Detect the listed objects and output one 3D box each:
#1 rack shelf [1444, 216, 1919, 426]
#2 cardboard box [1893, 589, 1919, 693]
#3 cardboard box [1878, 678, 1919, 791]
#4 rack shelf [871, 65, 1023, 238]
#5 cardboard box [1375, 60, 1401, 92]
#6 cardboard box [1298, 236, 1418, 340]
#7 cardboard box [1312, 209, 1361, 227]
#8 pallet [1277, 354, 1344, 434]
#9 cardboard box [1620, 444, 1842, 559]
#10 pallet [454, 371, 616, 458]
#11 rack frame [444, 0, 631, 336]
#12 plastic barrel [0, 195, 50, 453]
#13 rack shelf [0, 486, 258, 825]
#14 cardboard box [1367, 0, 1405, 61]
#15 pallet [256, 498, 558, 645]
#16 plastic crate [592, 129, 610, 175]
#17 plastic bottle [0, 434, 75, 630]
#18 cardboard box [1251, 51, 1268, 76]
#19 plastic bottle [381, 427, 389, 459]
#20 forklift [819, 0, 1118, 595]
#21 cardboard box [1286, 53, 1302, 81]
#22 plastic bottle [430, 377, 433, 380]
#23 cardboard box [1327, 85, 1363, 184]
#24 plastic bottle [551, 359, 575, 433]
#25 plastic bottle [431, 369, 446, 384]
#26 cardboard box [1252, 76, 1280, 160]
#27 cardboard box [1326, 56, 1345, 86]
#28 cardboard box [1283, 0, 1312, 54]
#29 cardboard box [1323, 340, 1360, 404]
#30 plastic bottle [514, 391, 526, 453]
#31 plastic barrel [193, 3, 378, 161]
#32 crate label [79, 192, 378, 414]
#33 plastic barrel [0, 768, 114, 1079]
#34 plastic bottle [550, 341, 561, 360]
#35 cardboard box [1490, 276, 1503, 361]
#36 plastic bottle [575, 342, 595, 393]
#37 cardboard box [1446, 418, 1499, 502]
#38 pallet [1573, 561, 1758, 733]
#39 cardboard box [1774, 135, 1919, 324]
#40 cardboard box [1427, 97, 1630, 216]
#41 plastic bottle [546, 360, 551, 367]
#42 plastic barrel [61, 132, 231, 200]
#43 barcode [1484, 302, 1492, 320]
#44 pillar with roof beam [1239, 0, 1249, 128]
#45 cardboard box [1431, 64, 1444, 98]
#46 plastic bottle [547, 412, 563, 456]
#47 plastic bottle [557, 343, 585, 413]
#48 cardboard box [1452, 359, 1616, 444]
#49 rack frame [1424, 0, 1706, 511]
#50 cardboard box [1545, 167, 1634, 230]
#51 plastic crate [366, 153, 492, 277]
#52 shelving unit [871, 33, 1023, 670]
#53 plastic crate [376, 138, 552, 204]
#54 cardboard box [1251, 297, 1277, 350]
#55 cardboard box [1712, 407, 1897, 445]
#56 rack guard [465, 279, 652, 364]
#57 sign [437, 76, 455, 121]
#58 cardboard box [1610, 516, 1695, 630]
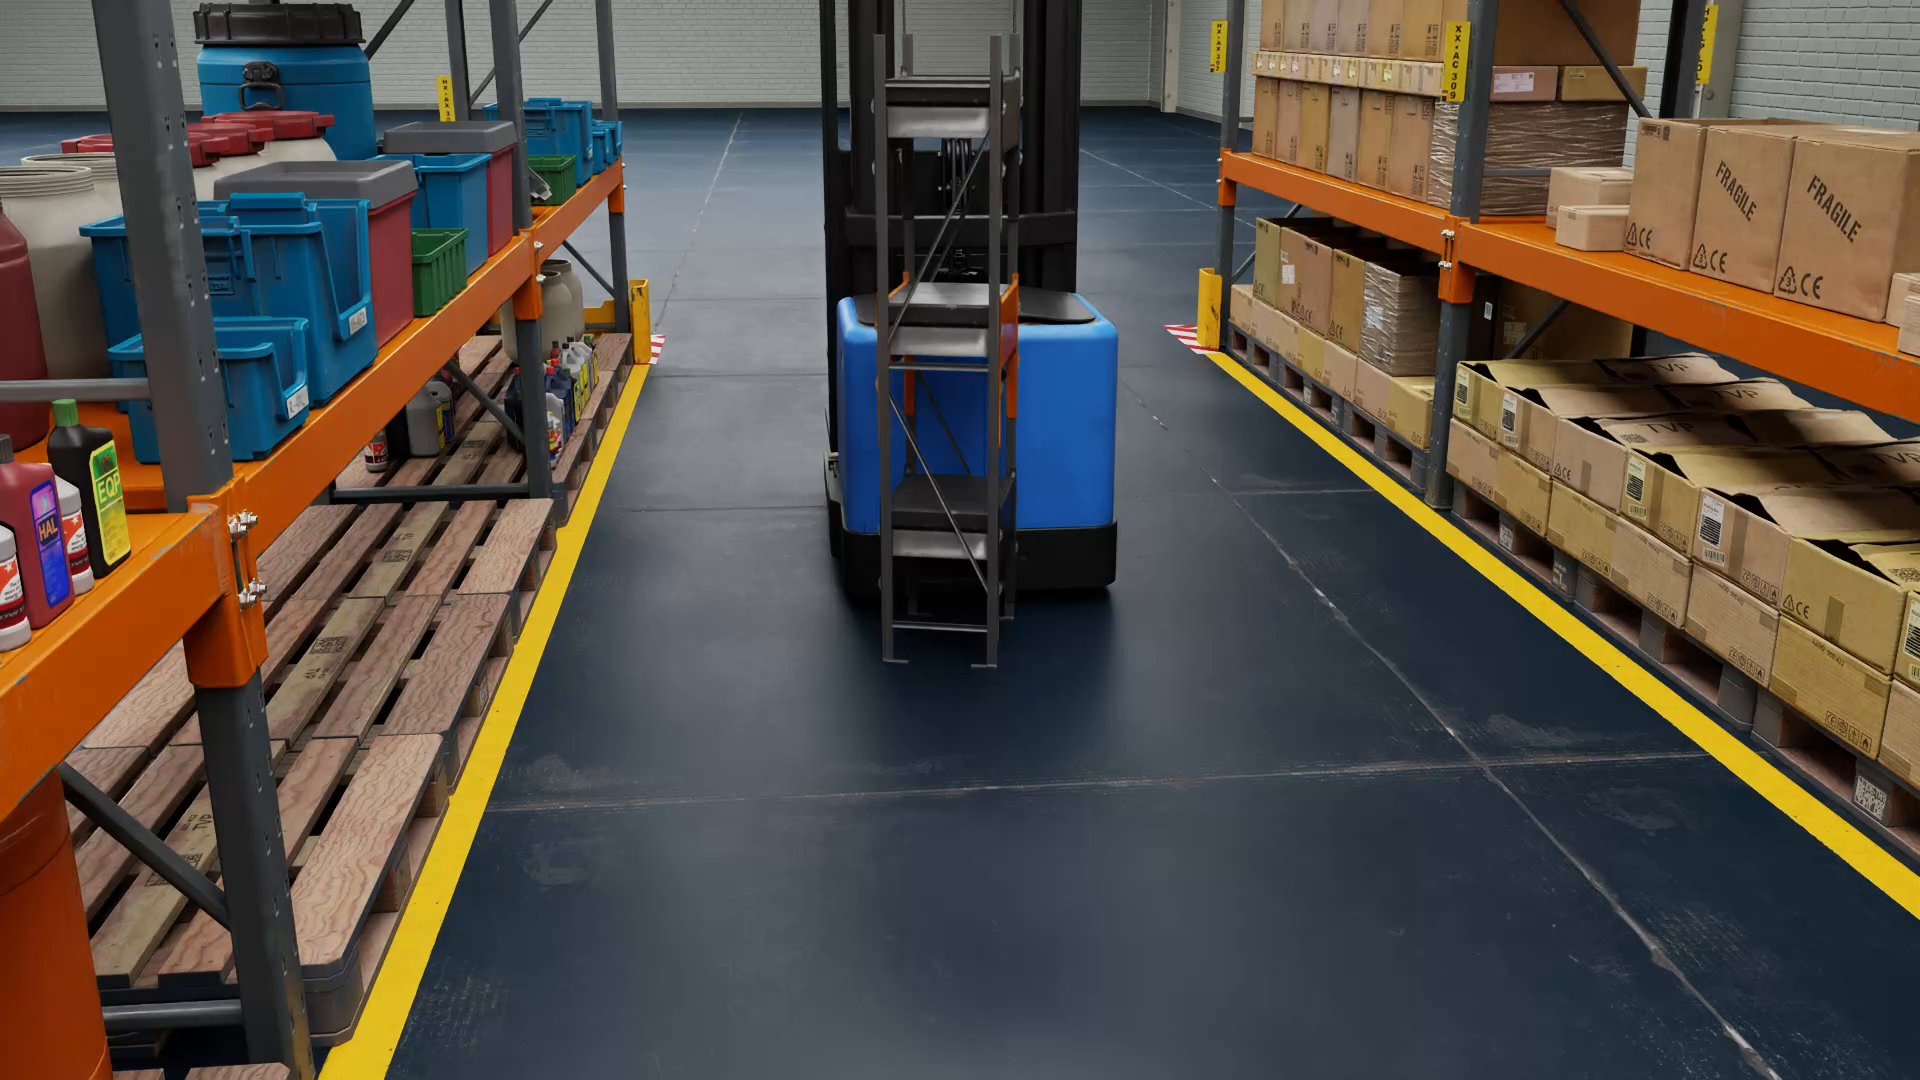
[{"bbox_3d":[2.862,-0.658,5.467,1.077,0.370,4.000,-2,18,-6],"label":"rack shelf"},{"bbox_3d":[2.770,0.290,4.199,0.500,0.311,0.500,-1,17,-4],"label":"cardboard box"},{"bbox_3d":[2.772,0.557,4.286,0.500,0.250,0.500,-1,17,-4],"label":"cardboard box"},{"bbox_3d":[-0.034,-1.291,5.493,0.431,0.518,0.480,3,18,8],"label":"rack shelf"},{"bbox_3d":[2.312,-2.332,8.348,0.380,0.149,0.250,-2,18,-6],"label":"cardboard box"},{"bbox_3d":[2.230,-1.422,9.336,0.500,0.500,0.500,-2,18,-6],"label":"cardboard box"},{"bbox_3d":[2.595,-1.885,10.811,0.500,0.500,0.500,-2,18,-6],"label":"cardboard box"},{"bbox_3d":[2.487,-0.870,9.594,1.003,0.211,1.213,-2,18,-6],"label":"pallet"},{"bbox_3d":[2.611,-0.165,5.647,0.500,0.311,0.500,-1,17,-4],"label":"cardboard box"},{"bbox_3d":[-2.428,-0.681,8.993,1.003,0.211,1.213,-2,18,-6],"label":"pallet"},{"bbox_3d":[-2.684,-2.637,10.570,1.000,3.000,0.127,-2,18,-6],"label":"rack frame"},{"bbox_3d":[-2.208,-0.448,3.368,0.600,0.536,0.708,-2,18,-6],"label":"plastic barrel"},{"bbox_3d":[-1.652,0.685,1.187,1.077,0.370,4.000,-2,18,-6],"label":"rack shelf"},{"bbox_3d":[2.500,-2.696,8.423,0.700,0.500,0.500,-2,18,-6],"label":"cardboard box"},{"bbox_3d":[-2.152,0.118,6.450,1.003,0.211,1.213,-2,18,-6],"label":"pallet"},{"bbox_3d":[-2.273,-2.233,9.530,0.499,0.251,0.408,-2,18,-6],"label":"plastic crate"},{"bbox_3d":[-1.369,-0.022,2.434,0.061,0.283,0.133,-2,18,-6],"label":"plastic bottle"},{"bbox_3d":[2.070,-3.023,10.548,0.380,0.149,0.250,-2,18,-6],"label":"cardboard box"},{"bbox_3d":[-2.649,-0.493,7.539,0.061,0.283,0.133,-1,17,-3],"label":"plastic bottle"},{"bbox_3d":[-0.065,-1.586,7.336,1.130,2.935,3.031,-2,18,-6],"label":"forklift"},{"bbox_3d":[2.148,-2.795,9.821,0.380,0.149,0.250,-2,18,-6],"label":"cardboard box"},{"bbox_3d":[-2.690,-0.741,8.342,0.152,0.276,0.135,-1,17,-5],"label":"plastic bottle"},{"bbox_3d":[2.441,-2.236,9.125,0.700,0.500,0.500,-1,17,-4],"label":"cardboard box"},{"bbox_3d":[-1.961,-0.701,8.091,0.144,0.351,0.185,-3,18,-8],"label":"plastic bottle"},{"bbox_3d":[-2.578,-0.707,8.221,0.061,0.283,0.133,-2,18,-6],"label":"plastic bottle"},{"bbox_3d":[2.279,-2.697,10.594,0.700,0.500,0.500,-2,18,-6],"label":"cardboard box"},{"bbox_3d":[2.227,-2.565,9.089,0.380,0.149,0.250,-2,18,-5],"label":"cardboard box"},{"bbox_3d":[2.344,-3.144,9.851,0.700,0.500,0.500,-2,18,-7],"label":"cardboard box"},{"bbox_3d":[2.283,-0.915,8.974,0.500,0.250,0.500,-2,18,-6],"label":"cardboard box"},{"bbox_3d":[-2.035,-0.560,7.753,0.061,0.283,0.133,-2,18,-6],"label":"plastic bottle"},{"bbox_3d":[-2.533,-1.560,6.302,0.600,0.901,0.708,-2,18,-6],"label":"plastic barrel"},{"bbox_3d":[-1.692,-0.575,3.942,0.502,0.435,0.616,-2,18,-6],"label":"crate label"},{"bbox_3d":[-1.791,0.726,2.777,0.600,0.830,0.708,-2,18,-6],"label":"plastic barrel"},{"bbox_3d":[-2.165,-0.938,8.958,0.061,0.283,0.133,-2,18,-6],"label":"plastic bottle"},{"bbox_3d":[2.860,-1.140,8.439,0.500,0.500,0.500,-2,18,-6],"label":"cardboard box"},{"bbox_3d":[-2.060,-0.938,8.970,0.152,0.276,0.135,-2,18,-5],"label":"plastic bottle"},{"bbox_3d":[2.451,-0.358,7.199,0.500,0.250,0.500,-2,18,-7],"label":"cardboard box"},{"bbox_3d":[2.900,0.316,5.819,1.003,0.211,1.213,-2,18,-6],"label":"pallet"},{"bbox_3d":[2.879,-0.953,5.037,0.500,0.500,0.500,-3,18,-9],"label":"cardboard box"},{"bbox_3d":[2.604,-1.777,7.663,0.700,0.500,0.500,-2,18,-7],"label":"cardboard box"},{"bbox_3d":[-2.167,-0.852,8.820,0.097,0.201,0.097,0,17,0],"label":"plastic bottle"},{"bbox_3d":[-2.270,-0.871,4.717,0.433,0.535,0.433,0,17,0],"label":"plastic barrel"},{"bbox_3d":[2.268,-0.984,7.139,0.001,0.075,0.075,-2,18,-6],"label":"barcode"},{"bbox_3d":[1.346,-12.641,32.419,9.100,9.000,0.400,-2,18,-6],"label":"pillar with roof beam"},{"bbox_3d":[2.391,-2.103,7.617,0.380,0.149,0.250,-2,18,-7],"label":"cardboard box"},{"bbox_3d":[-1.889,-0.489,7.665,0.097,0.201,0.097,0,17,0],"label":"plastic bottle"},{"bbox_3d":[-2.005,-0.828,8.494,0.144,0.351,0.185,-2,18,-6],"label":"plastic bottle"},{"bbox_3d":[2.451,-0.623,7.106,0.500,0.311,0.500,-2,18,-5],"label":"cardboard box"},{"bbox_3d":[2.656,-1.597,7.258,1.000,3.000,0.127,-2,18,-6],"label":"rack frame"},{"bbox_3d":[2.750,-1.381,6.817,0.500,0.250,0.500,-1,17,-2],"label":"cardboard box"},{"bbox_3d":[-1.848,-1.119,5.760,0.392,0.384,0.575,-2,18,-6],"label":"plastic crate"},{"bbox_3d":[-0.034,-0.636,5.698,0.431,2.100,0.503,3,18,8],"label":"shelving unit"},{"bbox_3d":[-2.199,-1.576,7.292,0.767,0.338,0.504,-2,18,-6],"label":"plastic crate"},{"bbox_3d":[2.133,-1.362,10.398,0.500,0.250,0.500,-2,18,-6],"label":"cardboard box"},{"bbox_3d":[3.092,-0.338,6.199,0.500,0.311,0.500,-2,18,-6],"label":"cardboard box"},{"bbox_3d":[-2.629,-1.423,10.877,1.175,0.500,0.348,-2,18,-6],"label":"rack guard"},{"bbox_3d":[-3.231,-2.754,10.478,0.100,0.325,0.005,-2,18,-6],"label":"sign"},{"bbox_3d":[2.610,0.100,5.740,0.500,0.250,0.500,-1,17,-5],"label":"cardboard box"}]
